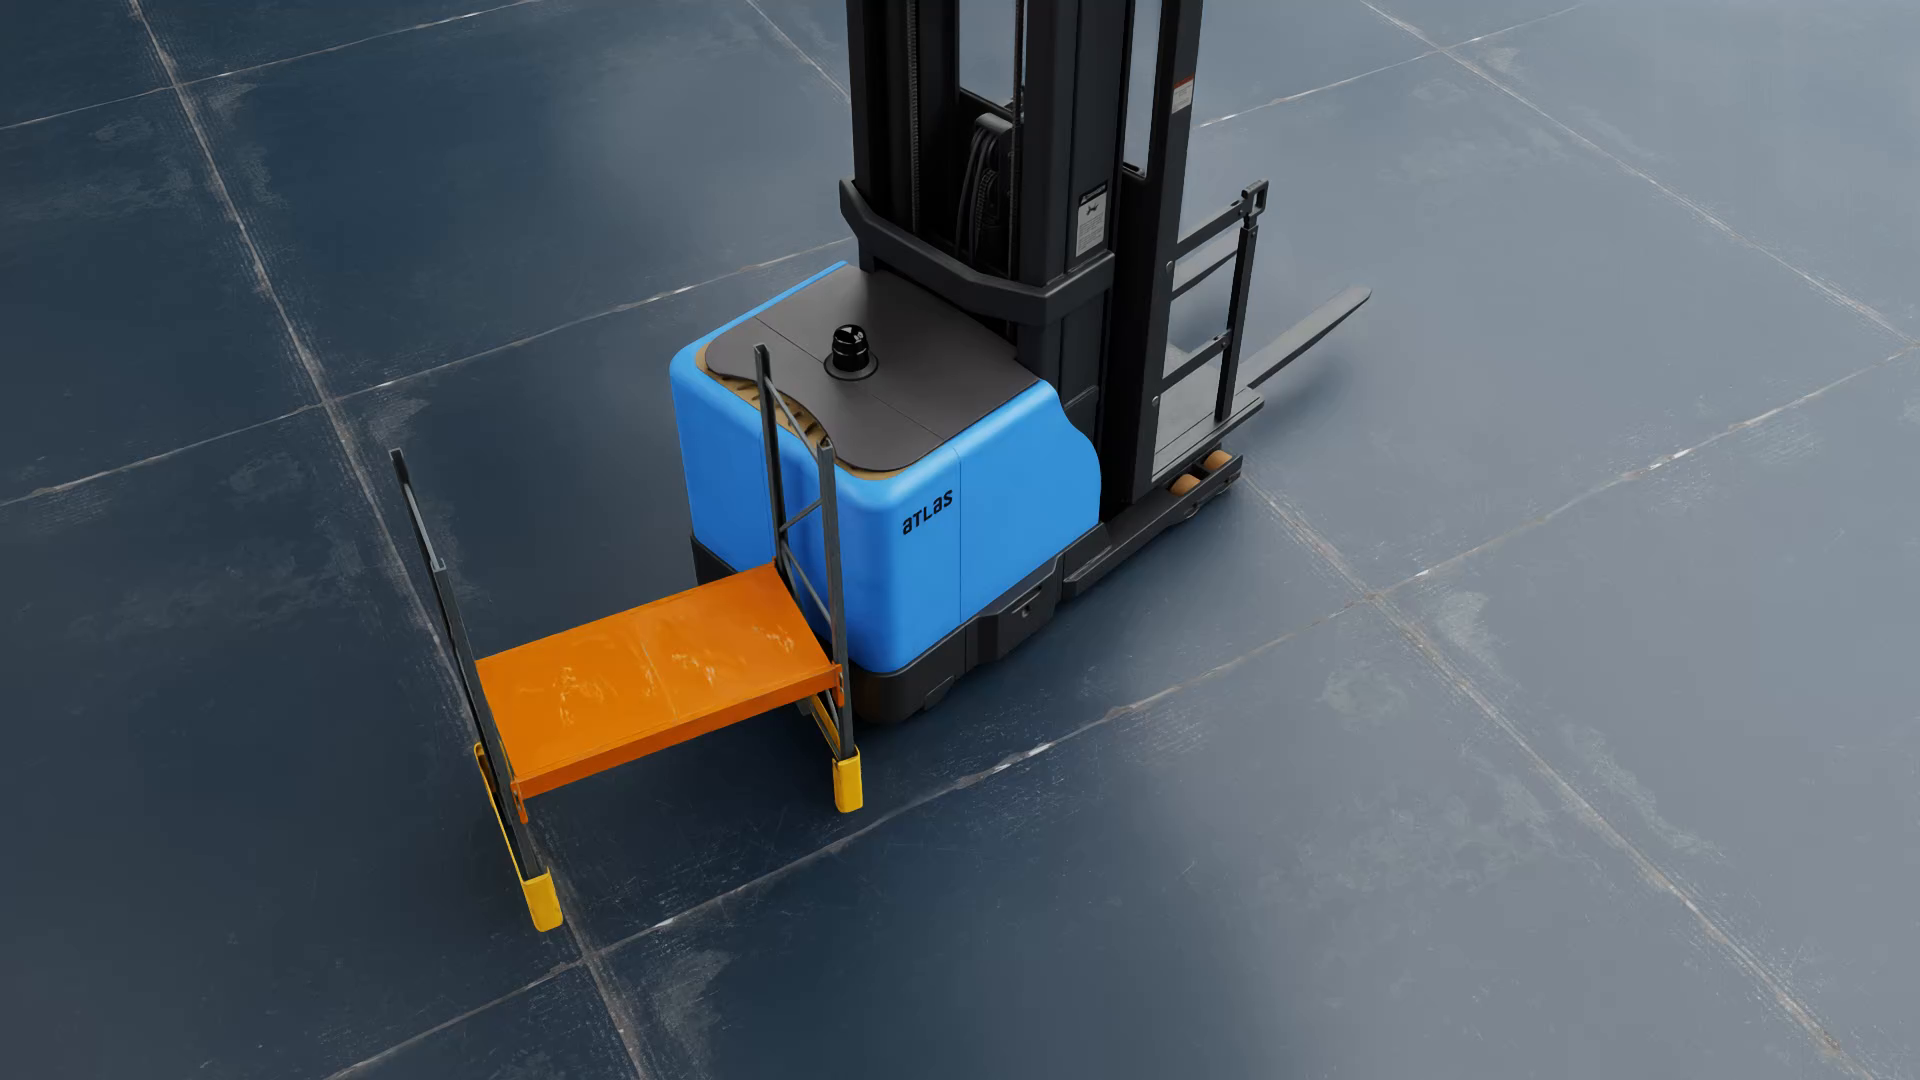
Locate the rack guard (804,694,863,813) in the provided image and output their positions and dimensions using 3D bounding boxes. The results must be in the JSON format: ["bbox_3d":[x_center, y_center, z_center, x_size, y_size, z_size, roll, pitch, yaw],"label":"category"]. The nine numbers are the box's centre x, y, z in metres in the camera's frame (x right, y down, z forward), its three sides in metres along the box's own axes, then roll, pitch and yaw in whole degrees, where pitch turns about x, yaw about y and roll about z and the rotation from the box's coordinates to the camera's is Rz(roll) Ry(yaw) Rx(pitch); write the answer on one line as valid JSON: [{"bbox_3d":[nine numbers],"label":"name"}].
[{"bbox_3d":[-0.473,0.598,5.454,0.087,0.250,0.587,-19,47,-18],"label":"rack guard"}]

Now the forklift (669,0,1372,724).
[{"bbox_3d":[0.442,-1.364,5.550,1.130,2.935,3.031,35,54,30],"label":"forklift"}]

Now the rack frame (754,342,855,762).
[{"bbox_3d":[-0.455,0.144,5.025,0.032,1.500,0.500,-19,47,-18],"label":"rack frame"}]

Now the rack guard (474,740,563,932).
[{"bbox_3d":[-1.366,0.904,5.139,0.087,0.250,0.587,-19,47,-18],"label":"rack guard"}]

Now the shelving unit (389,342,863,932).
[{"bbox_3d":[-0.919,0.303,4.861,1.083,1.500,0.587,-19,47,-18],"label":"shelving unit"}]

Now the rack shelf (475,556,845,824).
[{"bbox_3d":[-0.911,0.429,4.989,1.000,0.185,0.538,-19,47,-18],"label":"rack shelf"}]

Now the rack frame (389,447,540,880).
[{"bbox_3d":[-1.367,0.456,4.703,0.032,1.500,0.500,-19,47,-18],"label":"rack frame"}]
